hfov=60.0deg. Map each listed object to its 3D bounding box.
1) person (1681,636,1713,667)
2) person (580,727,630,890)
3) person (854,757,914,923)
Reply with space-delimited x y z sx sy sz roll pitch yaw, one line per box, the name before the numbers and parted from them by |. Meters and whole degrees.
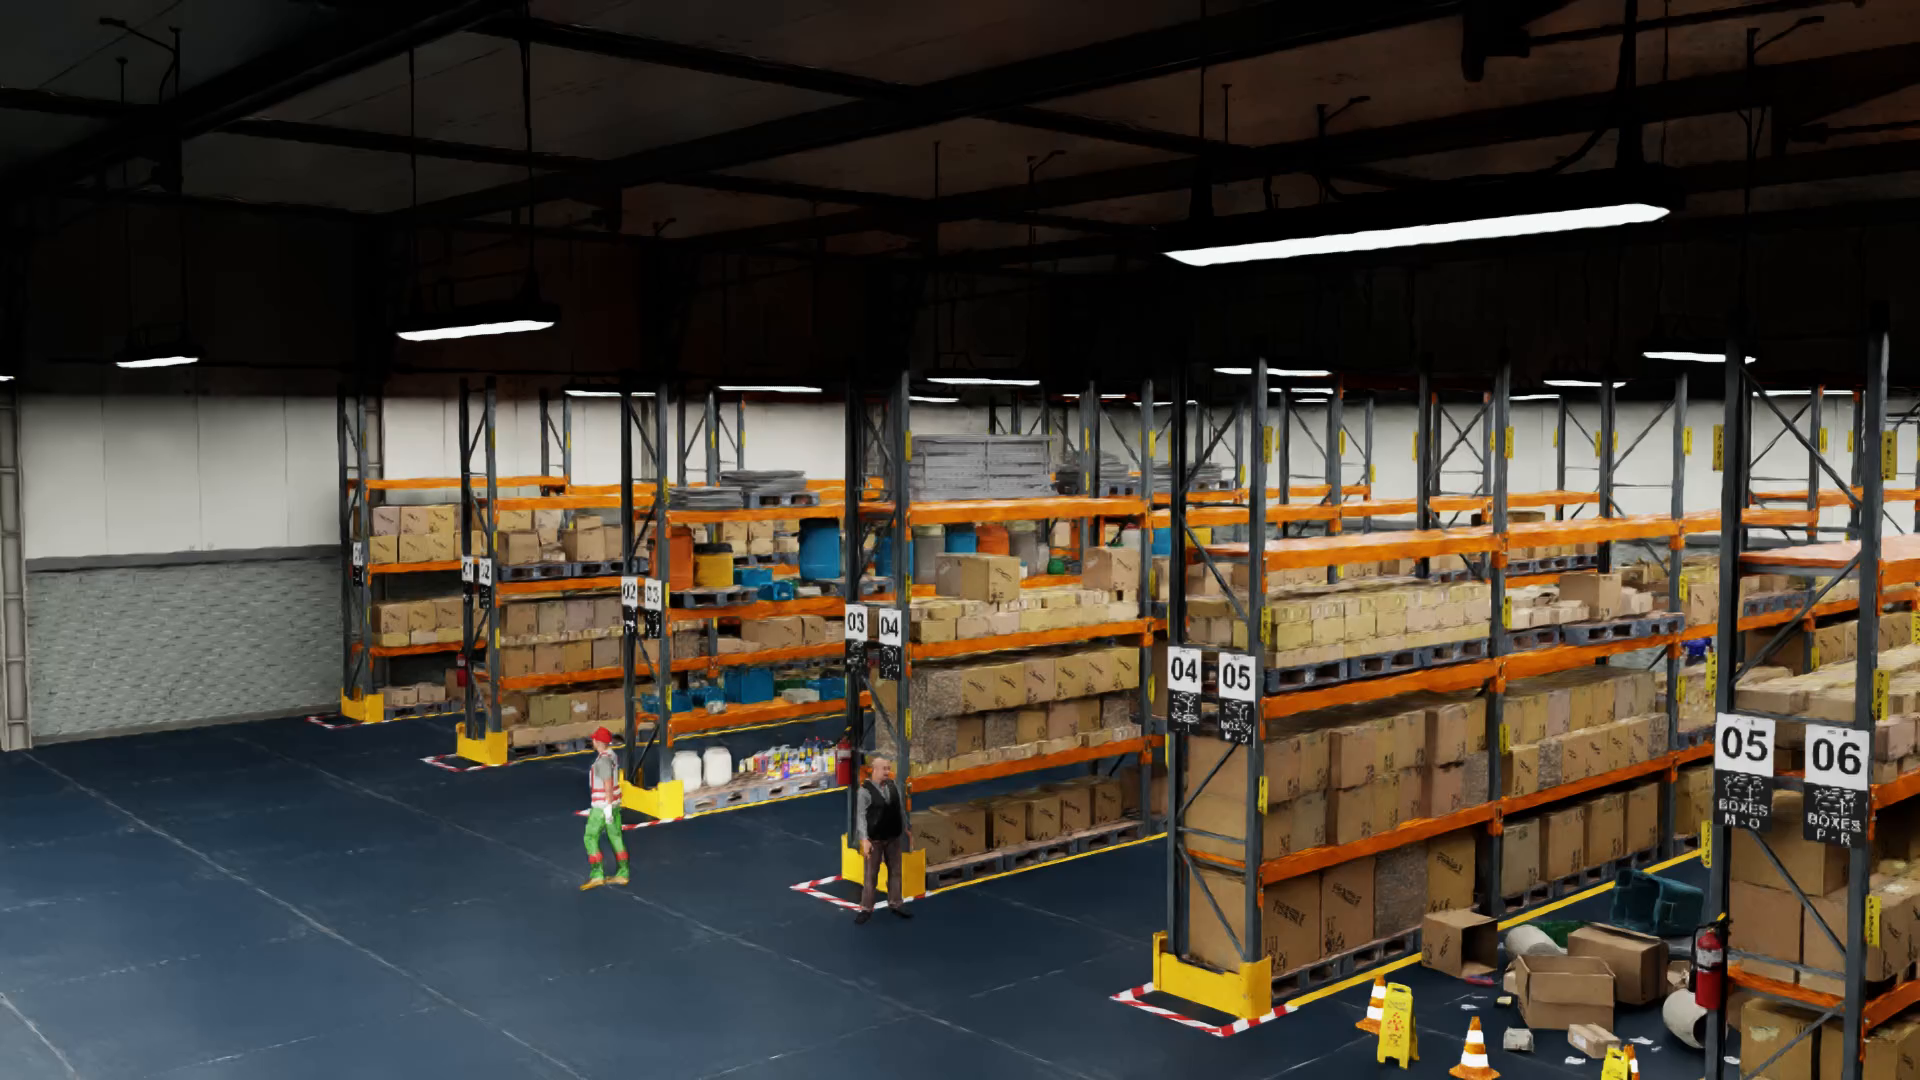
person | 14.039 2.287 31.616 0.621 1.588 0.828 2 4 31
person | -3.998 3.032 18.918 0.493 1.795 0.622 1 4 9
person | -0.803 3.137 17.477 0.688 1.730 0.384 -3 5 -35
